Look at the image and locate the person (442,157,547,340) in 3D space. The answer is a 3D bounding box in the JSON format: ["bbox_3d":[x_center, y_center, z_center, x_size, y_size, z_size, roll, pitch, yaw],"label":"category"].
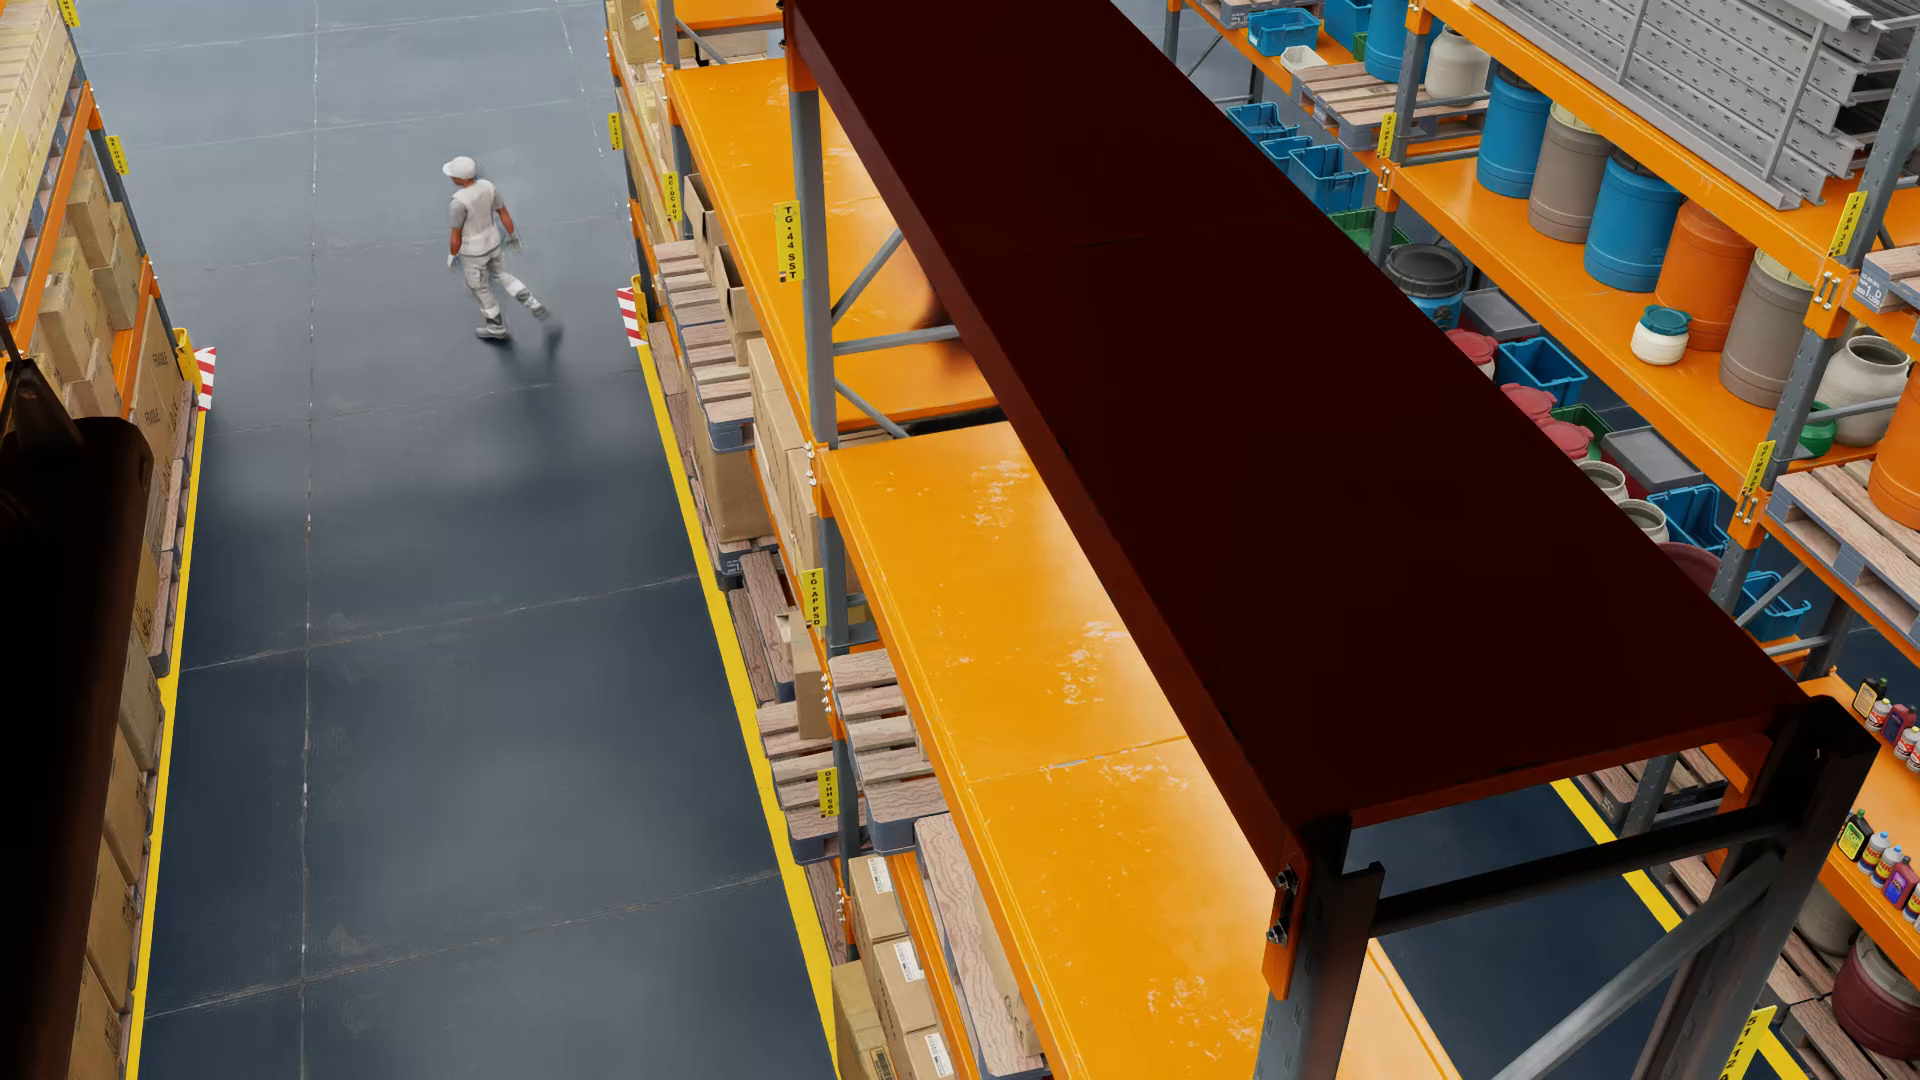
[{"bbox_3d":[-4.127,-2.572,14.634,0.551,1.781,0.695,18,42,21],"label":"person"}]
